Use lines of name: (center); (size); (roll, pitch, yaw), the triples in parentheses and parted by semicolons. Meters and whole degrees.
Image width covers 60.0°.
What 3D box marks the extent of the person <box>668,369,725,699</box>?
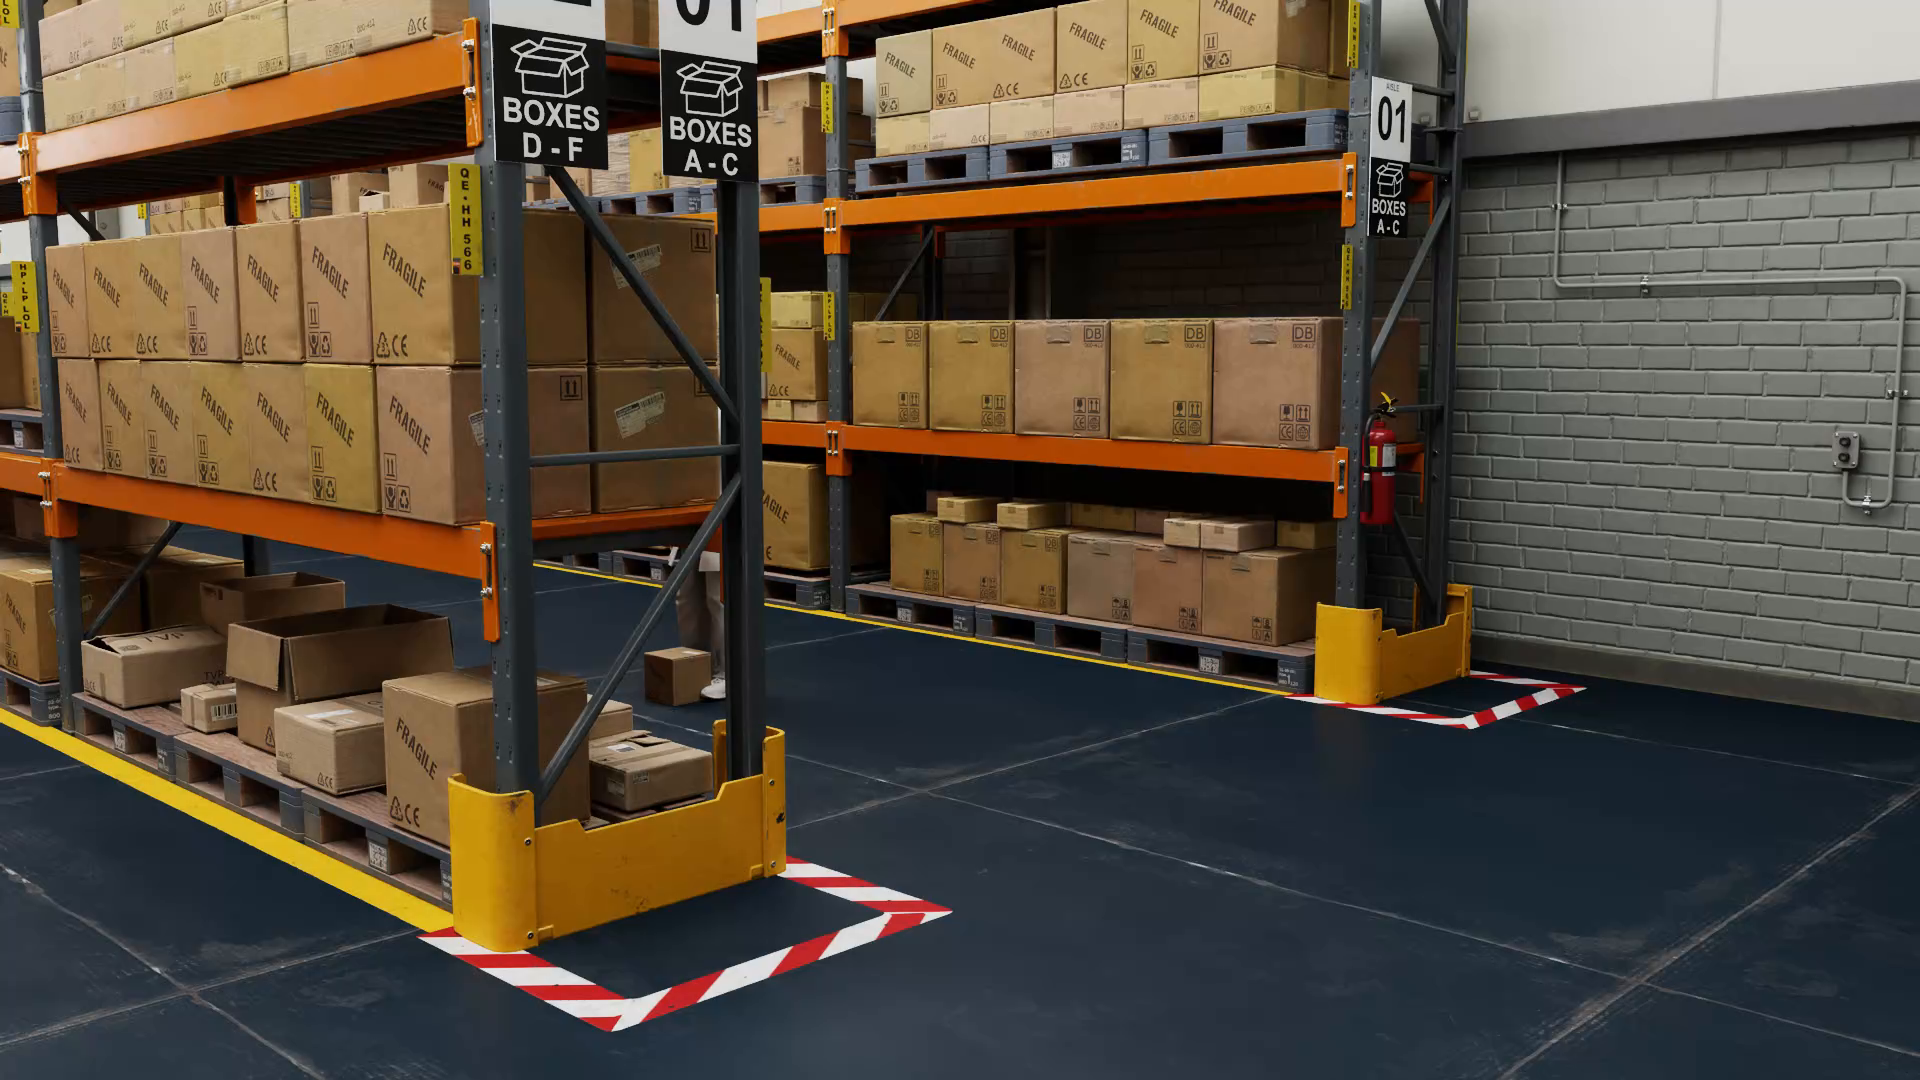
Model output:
person: (-1.325, -0.063, 8.834); (0.644, 1.774, 0.424); (7, 10, 44)
